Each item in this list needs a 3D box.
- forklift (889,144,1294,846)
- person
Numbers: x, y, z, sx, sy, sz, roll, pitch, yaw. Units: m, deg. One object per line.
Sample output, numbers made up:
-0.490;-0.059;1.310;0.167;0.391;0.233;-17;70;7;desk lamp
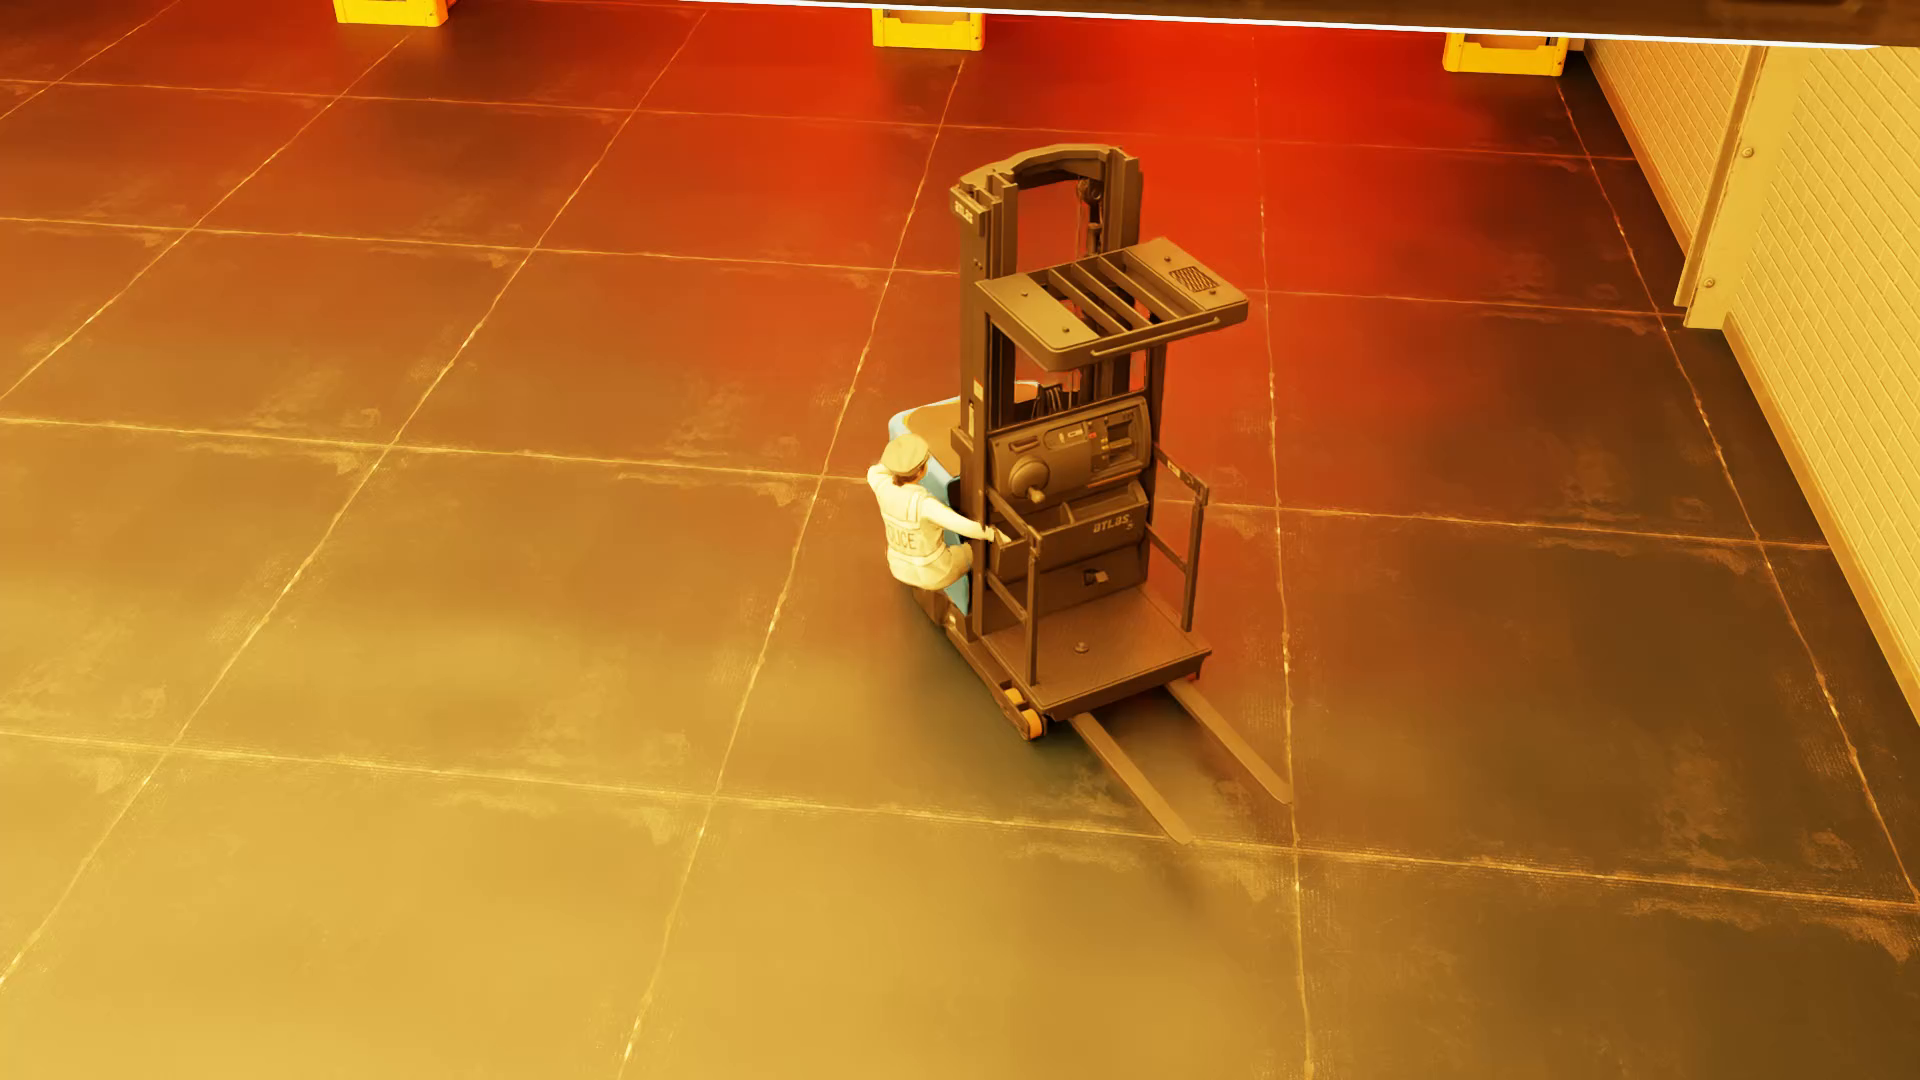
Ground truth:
0.691;-0.400;8.572;1.130;2.935;3.031;-17;40;-22;forklift
-0.057;-0.027;9.304;0.969;1.452;0.796;24;43;29;person
